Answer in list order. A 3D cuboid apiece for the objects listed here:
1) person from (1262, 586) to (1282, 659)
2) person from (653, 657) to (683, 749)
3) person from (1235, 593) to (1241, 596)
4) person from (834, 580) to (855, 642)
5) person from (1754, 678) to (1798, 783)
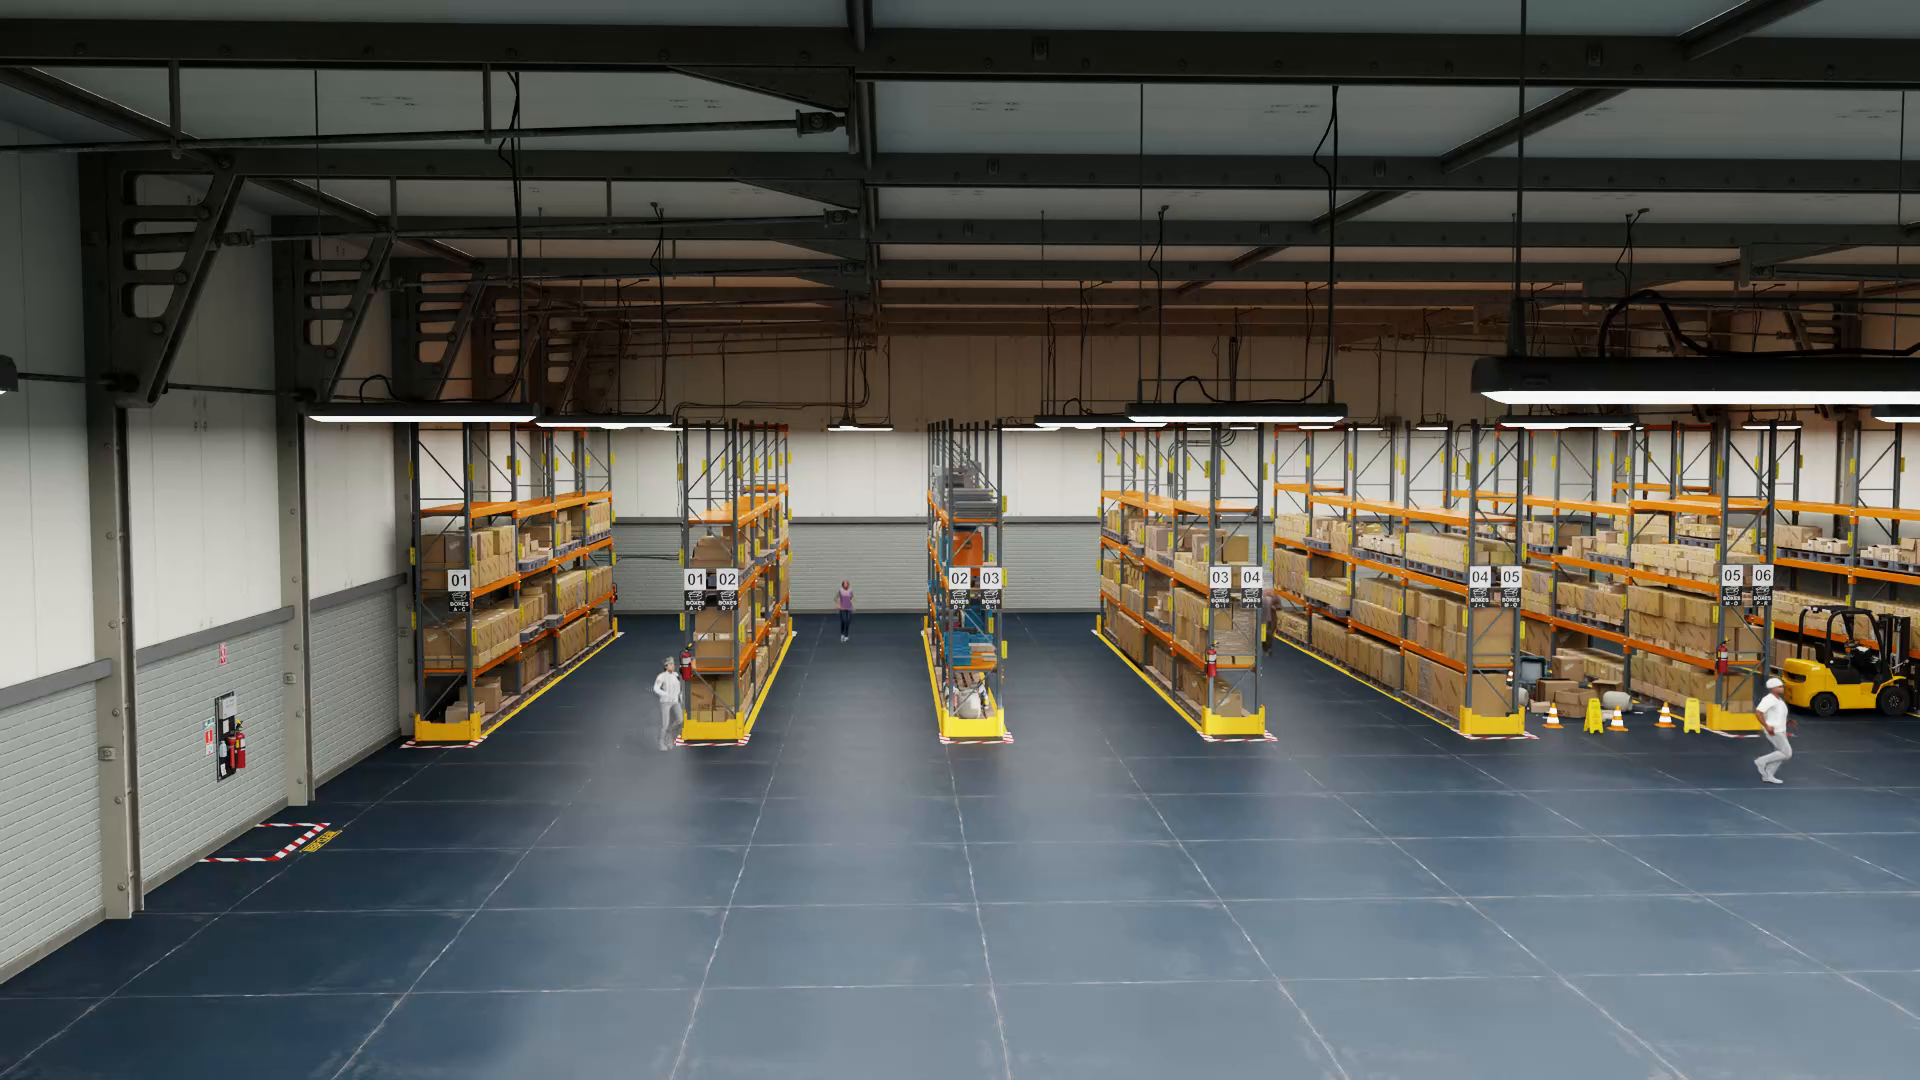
[{"bbox_3d":[7.926,2.088,42.759,0.675,1.836,0.898,0,4,-1],"label":"person"},{"bbox_3d":[-5.232,2.954,30.120,0.634,1.677,0.518,-3,5,-39],"label":"person"},{"bbox_3d":[7.739,1.794,47.384,0.690,1.767,0.936,2,4,27],"label":"person"},{"bbox_3d":[-3.000,1.864,43.563,0.521,1.630,0.603,-1,4,-15],"label":"person"},{"bbox_3d":[13.354,3.121,27.197,0.580,1.722,0.699,3,5,40],"label":"person"}]
